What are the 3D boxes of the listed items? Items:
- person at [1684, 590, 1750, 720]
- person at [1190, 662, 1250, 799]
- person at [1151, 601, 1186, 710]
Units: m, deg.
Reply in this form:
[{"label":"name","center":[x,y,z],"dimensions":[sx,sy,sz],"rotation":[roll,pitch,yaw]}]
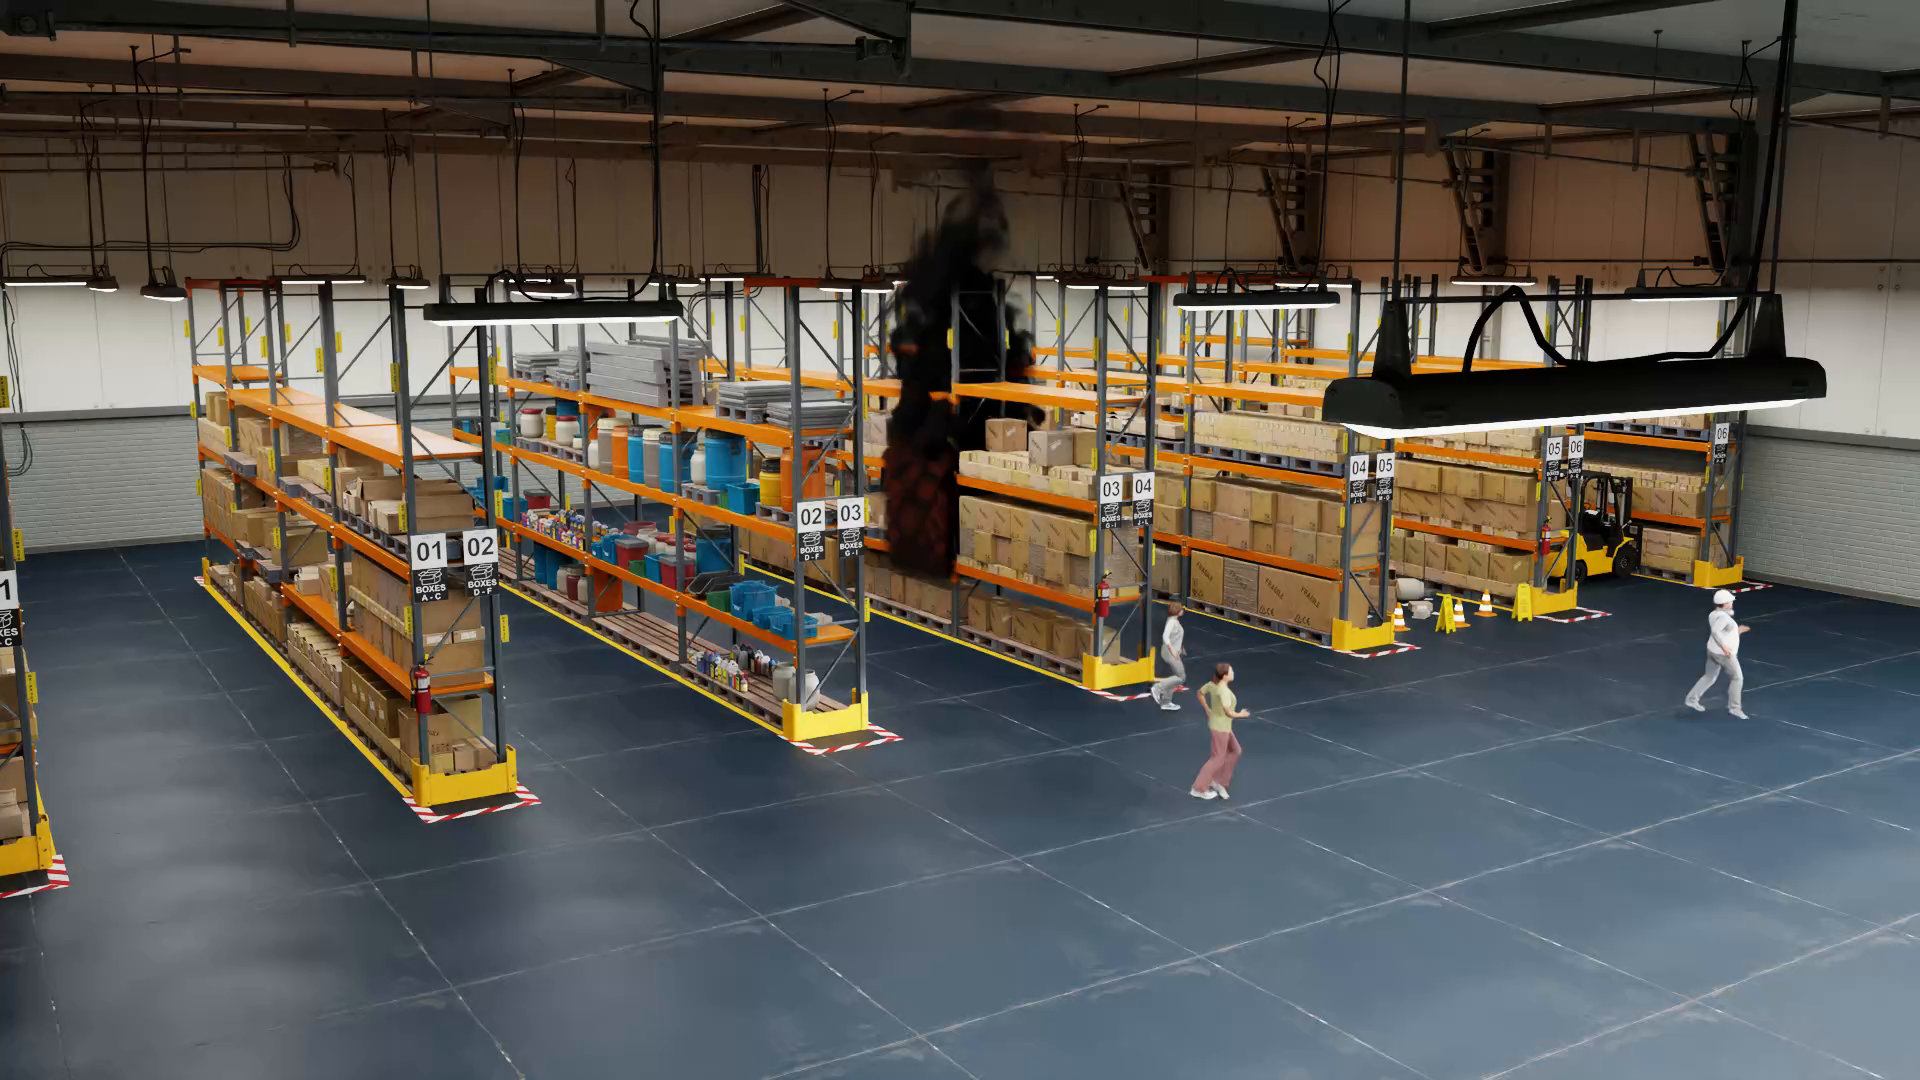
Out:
[{"label":"person","center":[10.581,1.596,23.137],"dimensions":[0.825,1.822,0.633],"rotation":[0,10,0]},{"label":"person","center":[3.066,2.270,19.605],"dimensions":[0.695,1.716,0.592],"rotation":[-1,10,-5]},{"label":"person","center":[2.967,1.639,23.636],"dimensions":[0.516,1.546,0.552],"rotation":[0,10,-1]}]
